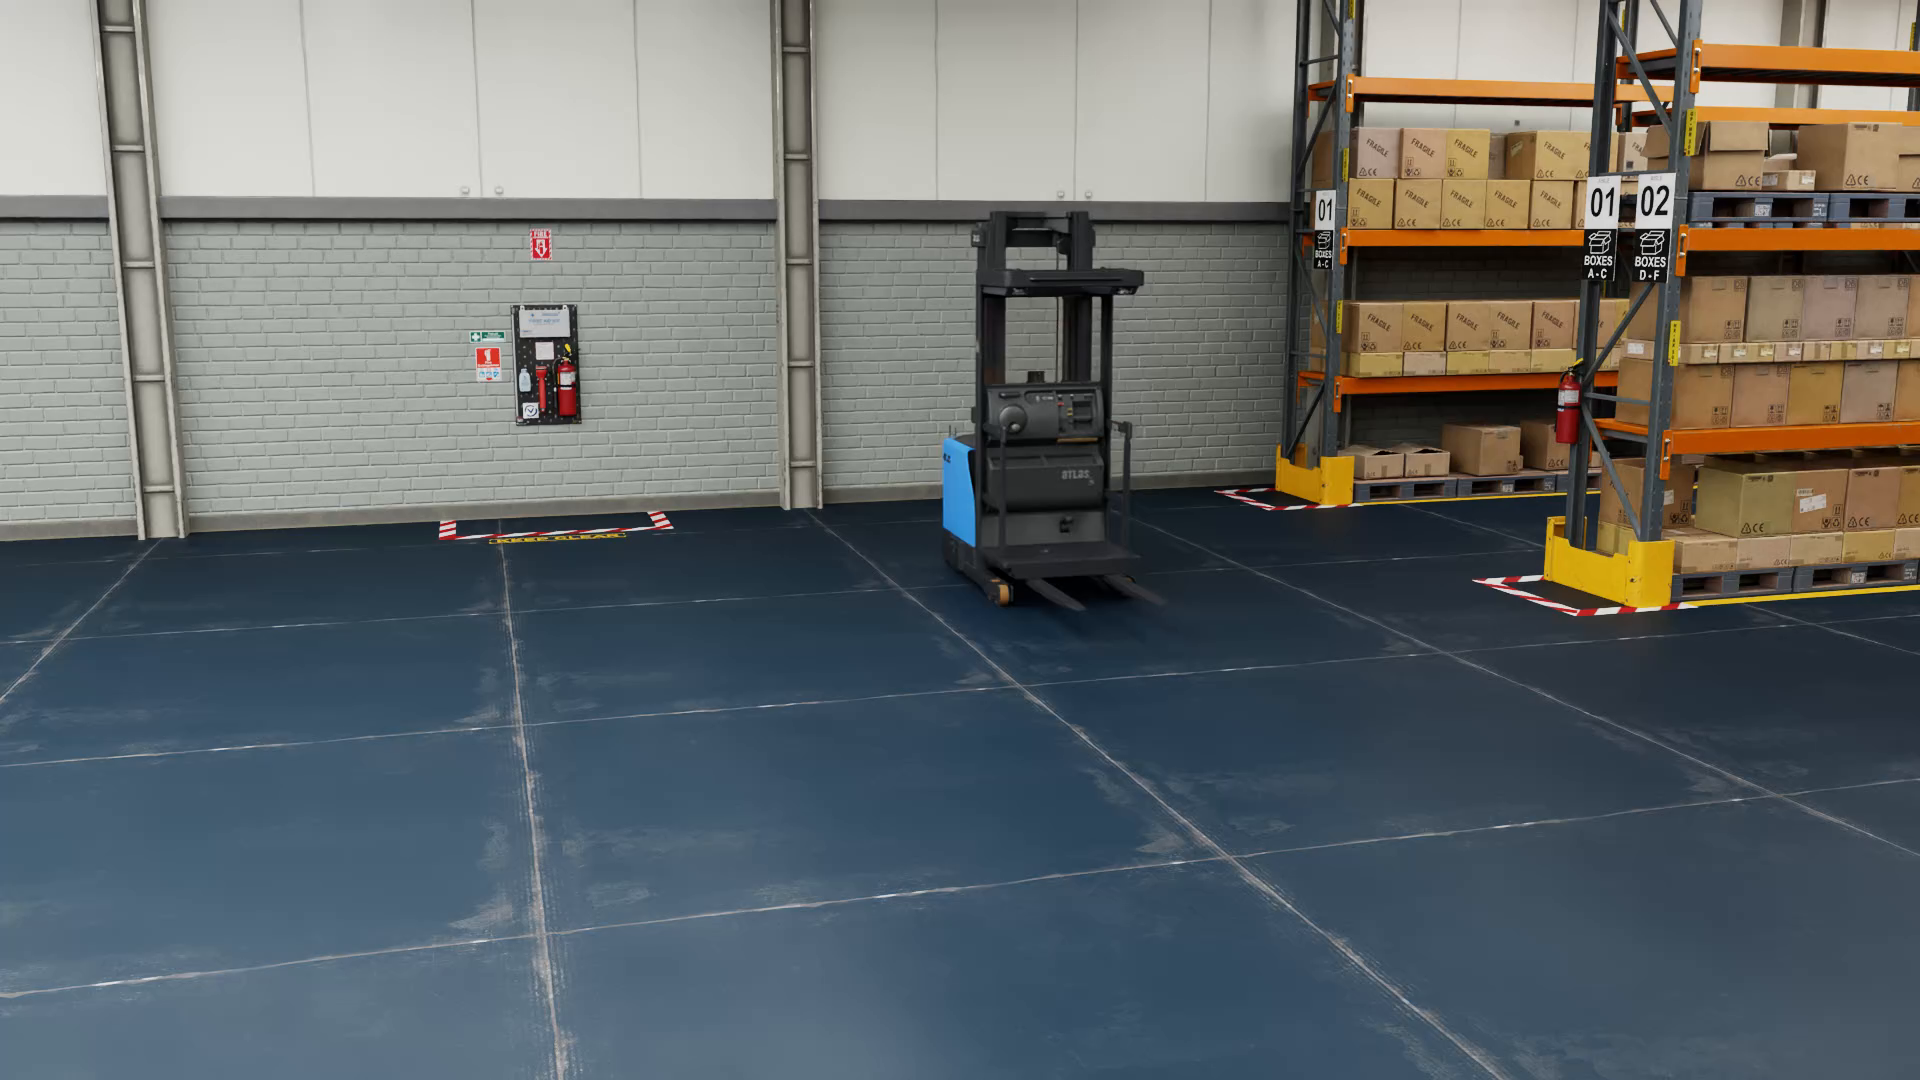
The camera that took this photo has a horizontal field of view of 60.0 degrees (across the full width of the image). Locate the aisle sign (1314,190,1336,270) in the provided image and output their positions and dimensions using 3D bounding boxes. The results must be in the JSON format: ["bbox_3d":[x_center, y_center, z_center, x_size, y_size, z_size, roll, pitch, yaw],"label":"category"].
[{"bbox_3d":[3.713,-3.158,16.938,0.004,0.787,0.394,-3,11,-16],"label":"aisle sign"}]

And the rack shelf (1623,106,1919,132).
[{"bbox_3d":[9.459,-4.639,18.684,4.000,0.370,1.077,-3,11,-16],"label":"rack shelf"}]

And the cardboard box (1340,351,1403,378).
[{"bbox_3d":[4.255,-1.841,17.323,0.500,0.250,0.500,-3,11,-18],"label":"cardboard box"}]

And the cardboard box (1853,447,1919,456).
[{"bbox_3d":[7.916,-0.504,14.066,0.500,0.500,0.500,-3,11,-16],"label":"cardboard box"}]

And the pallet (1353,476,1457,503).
[{"bbox_3d":[4.561,-0.603,17.940,1.213,0.211,1.003,-3,11,-16],"label":"pallet"}]

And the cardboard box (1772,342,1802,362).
[{"bbox_3d":[6.259,-1.463,12.847,0.250,0.149,0.380,-3,11,-17],"label":"cardboard box"}]

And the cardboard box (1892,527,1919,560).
[{"bbox_3d":[7.584,-0.018,13.497,0.500,0.250,0.500,-3,11,-16],"label":"cardboard box"}]

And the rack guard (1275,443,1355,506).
[{"bbox_3d":[3.771,-0.710,17.724,0.348,0.500,1.175,-3,11,-16],"label":"rack guard"}]

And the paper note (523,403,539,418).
[{"bbox_3d":[-4.205,-1.269,16.290,0.142,0.148,0.016,-3,11,-16],"label":"paper note"}]

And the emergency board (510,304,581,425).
[{"bbox_3d":[-4.016,-1.699,16.194,0.643,1.169,0.194,-3,11,-16],"label":"emergency board"}]

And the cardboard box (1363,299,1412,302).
[{"bbox_3d":[4.577,-2.325,17.880,0.500,0.500,0.500,-3,11,-15],"label":"cardboard box"}]

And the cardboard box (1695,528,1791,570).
[{"bbox_3d":[6.142,0.057,13.089,0.500,0.250,0.500,-3,11,-16],"label":"cardboard box"}]

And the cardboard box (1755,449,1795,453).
[{"bbox_3d":[9.224,-1.218,19.272,0.500,0.500,0.700,-3,11,-15],"label":"cardboard box"}]

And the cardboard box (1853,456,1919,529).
[{"bbox_3d":[7.580,-0.389,13.442,0.500,0.500,0.500,-3,11,-16],"label":"cardboard box"}]

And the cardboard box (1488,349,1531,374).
[{"bbox_3d":[5.727,-1.919,17.750,0.500,0.250,0.500,-3,11,-15],"label":"cardboard box"}]

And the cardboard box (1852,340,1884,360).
[{"bbox_3d":[6.999,-1.502,13.059,0.250,0.149,0.380,-3,11,-15],"label":"cardboard box"}]

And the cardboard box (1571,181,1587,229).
[{"bbox_3d":[6.634,-3.580,17.795,0.500,0.500,0.500,-4,11,-21],"label":"cardboard box"}]

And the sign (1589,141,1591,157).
[{"bbox_3d":[4.948,-3.041,12.972,0.005,0.325,0.100,-3,11,-16],"label":"sign"}]

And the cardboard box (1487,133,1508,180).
[{"bbox_3d":[5.524,-4.103,17.875,0.500,0.500,0.500,-3,11,-16],"label":"cardboard box"}]

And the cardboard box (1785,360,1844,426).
[{"bbox_3d":[6.519,-1.196,13.187,0.500,0.500,0.700,-3,11,-16],"label":"cardboard box"}]

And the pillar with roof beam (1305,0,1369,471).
[{"bbox_3d":[5.332,-4.323,13.878,0.400,9.000,9.100,-3,11,-16],"label":"pillar with roof beam"}]

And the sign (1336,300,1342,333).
[{"bbox_3d":[3.850,-2.267,16.886,0.005,0.325,0.100,-3,11,-16],"label":"sign"}]

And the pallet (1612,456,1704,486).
[{"bbox_3d":[8.286,-0.806,19.044,1.213,0.211,1.003,-3,11,-16],"label":"pallet"}]

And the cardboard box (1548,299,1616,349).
[{"bbox_3d":[6.693,-2.339,17.956,0.500,0.500,0.500,-3,11,-16],"label":"cardboard box"}]

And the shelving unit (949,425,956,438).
[{"bbox_3d":[0.051,-0.519,15.170,0.252,1.050,0.215,-3,11,-16],"label":"shelving unit"}]

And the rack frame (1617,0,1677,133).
[{"bbox_3d":[7.539,-5.088,18.033,0.127,3.000,1.000,-3,11,-16],"label":"rack frame"}]

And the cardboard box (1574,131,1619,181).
[{"bbox_3d":[6.607,-4.061,17.648,0.500,0.500,0.500,-2,11,-13],"label":"cardboard box"}]

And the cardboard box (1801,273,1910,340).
[{"bbox_3d":[7.057,-1.864,13.231,0.500,0.500,0.700,-3,11,-16],"label":"cardboard box"}]

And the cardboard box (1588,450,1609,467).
[{"bbox_3d":[7.033,-0.928,18.618,0.250,0.166,0.380,-5,11,-23],"label":"cardboard box"}]

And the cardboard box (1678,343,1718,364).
[{"bbox_3d":[5.523,-1.425,12.637,0.250,0.149,0.380,-3,11,-16],"label":"cardboard box"}]

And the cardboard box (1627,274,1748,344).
[{"bbox_3d":[5.589,-1.786,12.805,0.500,0.500,0.700,-3,11,-16],"label":"cardboard box"}]

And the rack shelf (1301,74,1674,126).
[{"bbox_3d":[5.618,-4.631,17.549,4.000,0.370,1.077,-3,11,-16],"label":"rack shelf"}]

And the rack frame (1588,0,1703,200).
[{"bbox_3d":[5.086,-4.025,12.257,0.127,3.000,1.000,-3,11,-16],"label":"rack frame"}]

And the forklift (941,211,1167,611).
[{"bbox_3d":[0.723,-1.023,12.711,1.130,2.935,3.031,-3,11,-15],"label":"forklift"}]

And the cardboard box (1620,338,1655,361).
[{"bbox_3d":[5.400,-1.495,13.017,0.250,0.149,0.380,-3,11,-17],"label":"cardboard box"}]

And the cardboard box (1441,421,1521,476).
[{"bbox_3d":[5.653,-0.999,18.080,0.500,0.500,0.700,-4,11,-20],"label":"cardboard box"}]

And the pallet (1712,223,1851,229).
[{"bbox_3d":[9.156,-3.586,18.679,1.003,0.211,1.213,-3,11,-16],"label":"pallet"}]

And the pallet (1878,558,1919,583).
[{"bbox_3d":[8.151,0.128,13.973,1.213,0.211,1.003,-3,11,-16],"label":"pallet"}]

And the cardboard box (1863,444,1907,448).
[{"bbox_3d":[10.702,-1.282,19.615,0.500,0.500,0.700,-3,11,-15],"label":"cardboard box"}]

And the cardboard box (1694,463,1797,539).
[{"bbox_3d":[6.143,-0.311,13.020,0.500,0.500,0.500,-3,11,-16],"label":"cardboard box"}]

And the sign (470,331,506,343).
[{"bbox_3d":[-4.569,-1.966,16.081,0.331,0.109,0.001,-3,11,-16],"label":"sign"}]

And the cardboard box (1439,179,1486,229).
[{"bbox_3d":[5.112,-3.491,17.311,0.500,0.500,0.500,-2,11,-13],"label":"cardboard box"}]

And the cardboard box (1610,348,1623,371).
[{"bbox_3d":[7.169,-1.997,18.172,0.500,0.250,0.500,-3,11,-16],"label":"cardboard box"}]

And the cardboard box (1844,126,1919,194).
[{"bbox_3d":[7.310,-3.017,13.235,0.637,0.503,0.797,-2,11,-10],"label":"cardboard box"}]

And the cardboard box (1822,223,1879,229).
[{"bbox_3d":[10.109,-3.826,19.124,0.637,0.503,0.797,-1,11,-8],"label":"cardboard box"}]

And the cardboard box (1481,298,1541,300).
[{"bbox_3d":[6.051,-2.405,18.318,0.500,0.500,0.500,-3,11,-14],"label":"cardboard box"}]

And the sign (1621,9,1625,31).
[{"bbox_3d":[7.378,-5.721,18.457,0.005,0.325,0.100,-3,11,-16],"label":"sign"}]

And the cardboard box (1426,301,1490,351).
[{"bbox_3d":[5.216,-2.260,17.531,0.500,0.500,0.500,-3,11,-18],"label":"cardboard box"}]

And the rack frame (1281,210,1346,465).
[{"bbox_3d":[3.698,-1.935,17.477,0.127,3.000,1.000,-3,11,-16],"label":"rack frame"}]

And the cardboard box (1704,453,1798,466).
[{"bbox_3d":[6.474,-0.429,13.660,0.500,0.500,0.500,-3,11,-16],"label":"cardboard box"}]

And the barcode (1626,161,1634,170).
[{"bbox_3d":[5.241,-2.934,13.015,0.075,0.075,0.001,-3,11,-16],"label":"barcode"}]

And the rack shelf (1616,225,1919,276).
[{"bbox_3d":[7.006,-2.297,13.144,4.000,0.370,1.077,-3,11,-16],"label":"rack shelf"}]

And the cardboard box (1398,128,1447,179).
[{"bbox_3d":[4.632,-3.955,17.071,0.500,0.500,0.500,-3,11,-17],"label":"cardboard box"}]

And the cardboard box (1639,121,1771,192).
[{"bbox_3d":[5.639,-2.904,12.623,0.637,0.503,0.797,-2,11,-12],"label":"cardboard box"}]
